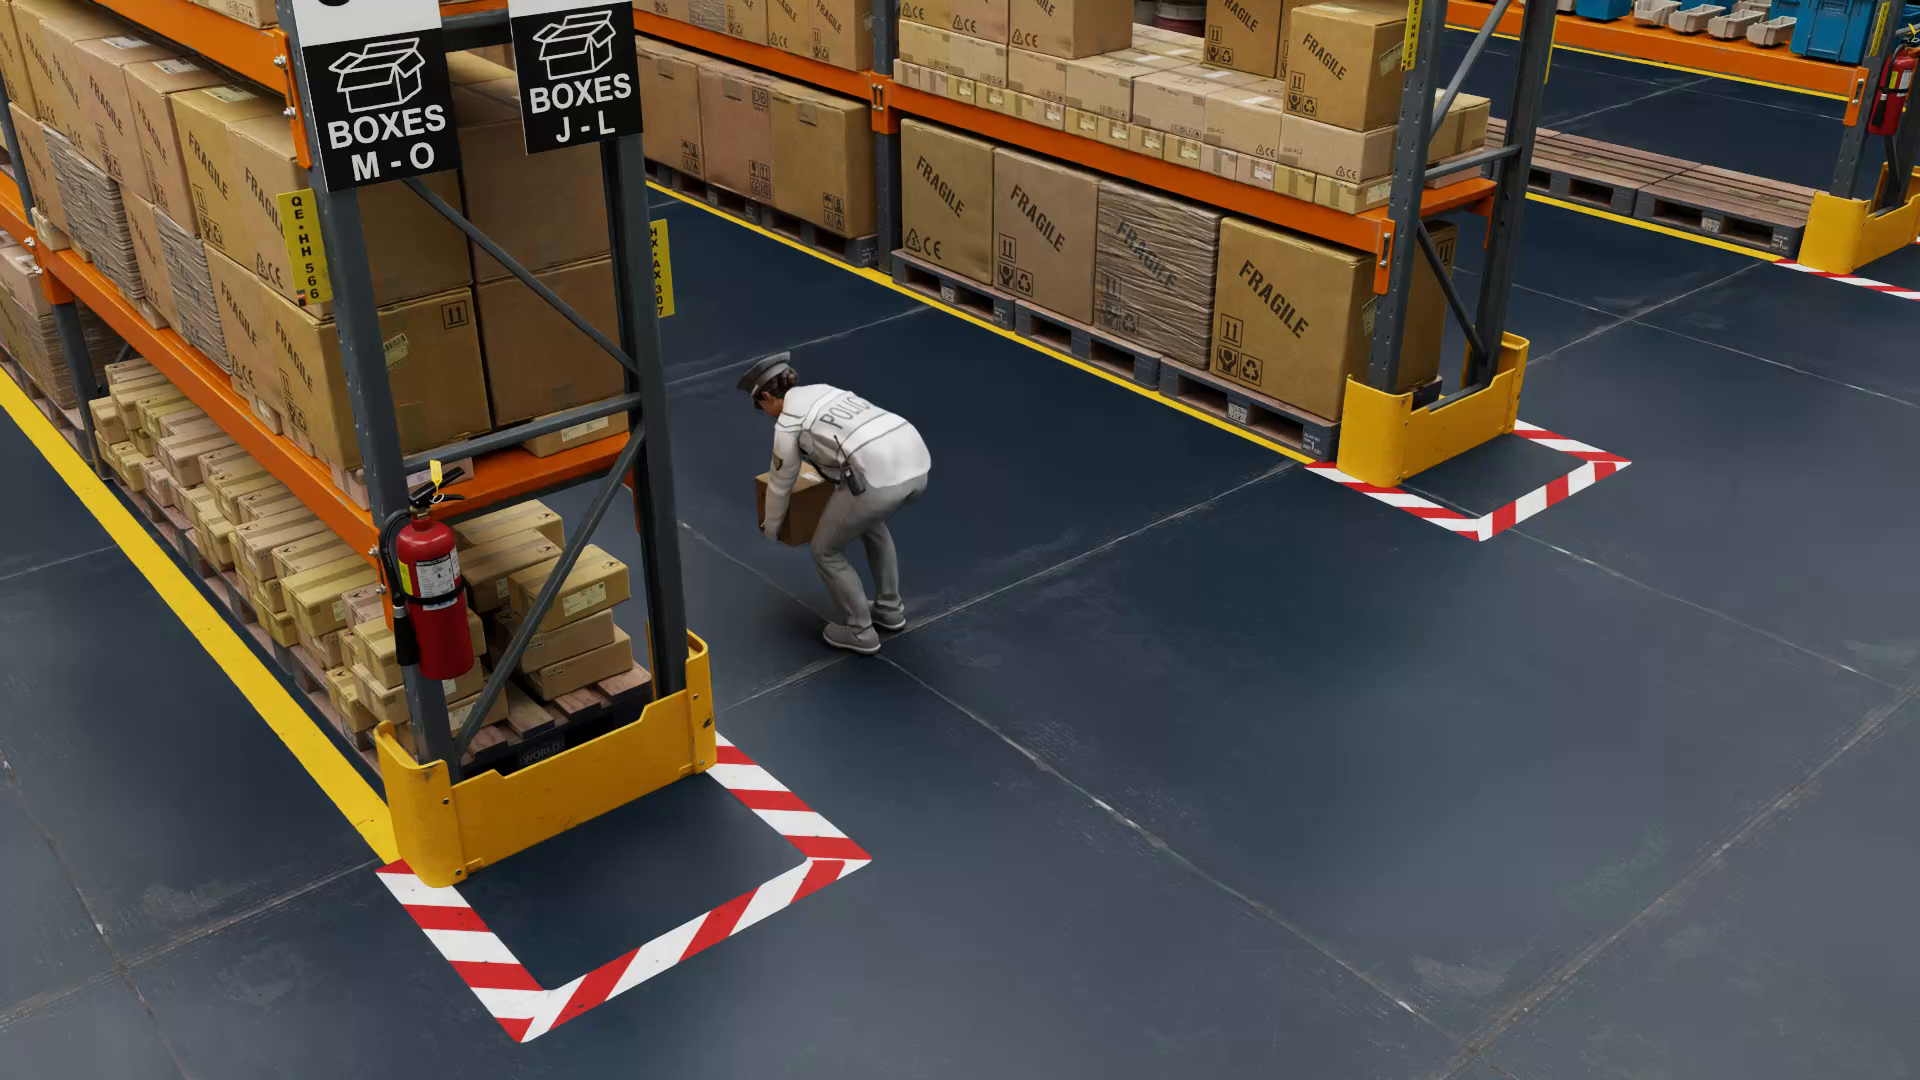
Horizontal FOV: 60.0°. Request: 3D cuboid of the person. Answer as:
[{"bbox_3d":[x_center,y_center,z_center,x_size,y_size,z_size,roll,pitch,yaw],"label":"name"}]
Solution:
[{"bbox_3d":[-0.535,-0.167,6.953,0.911,1.172,0.430,20,34,33],"label":"person"}]
